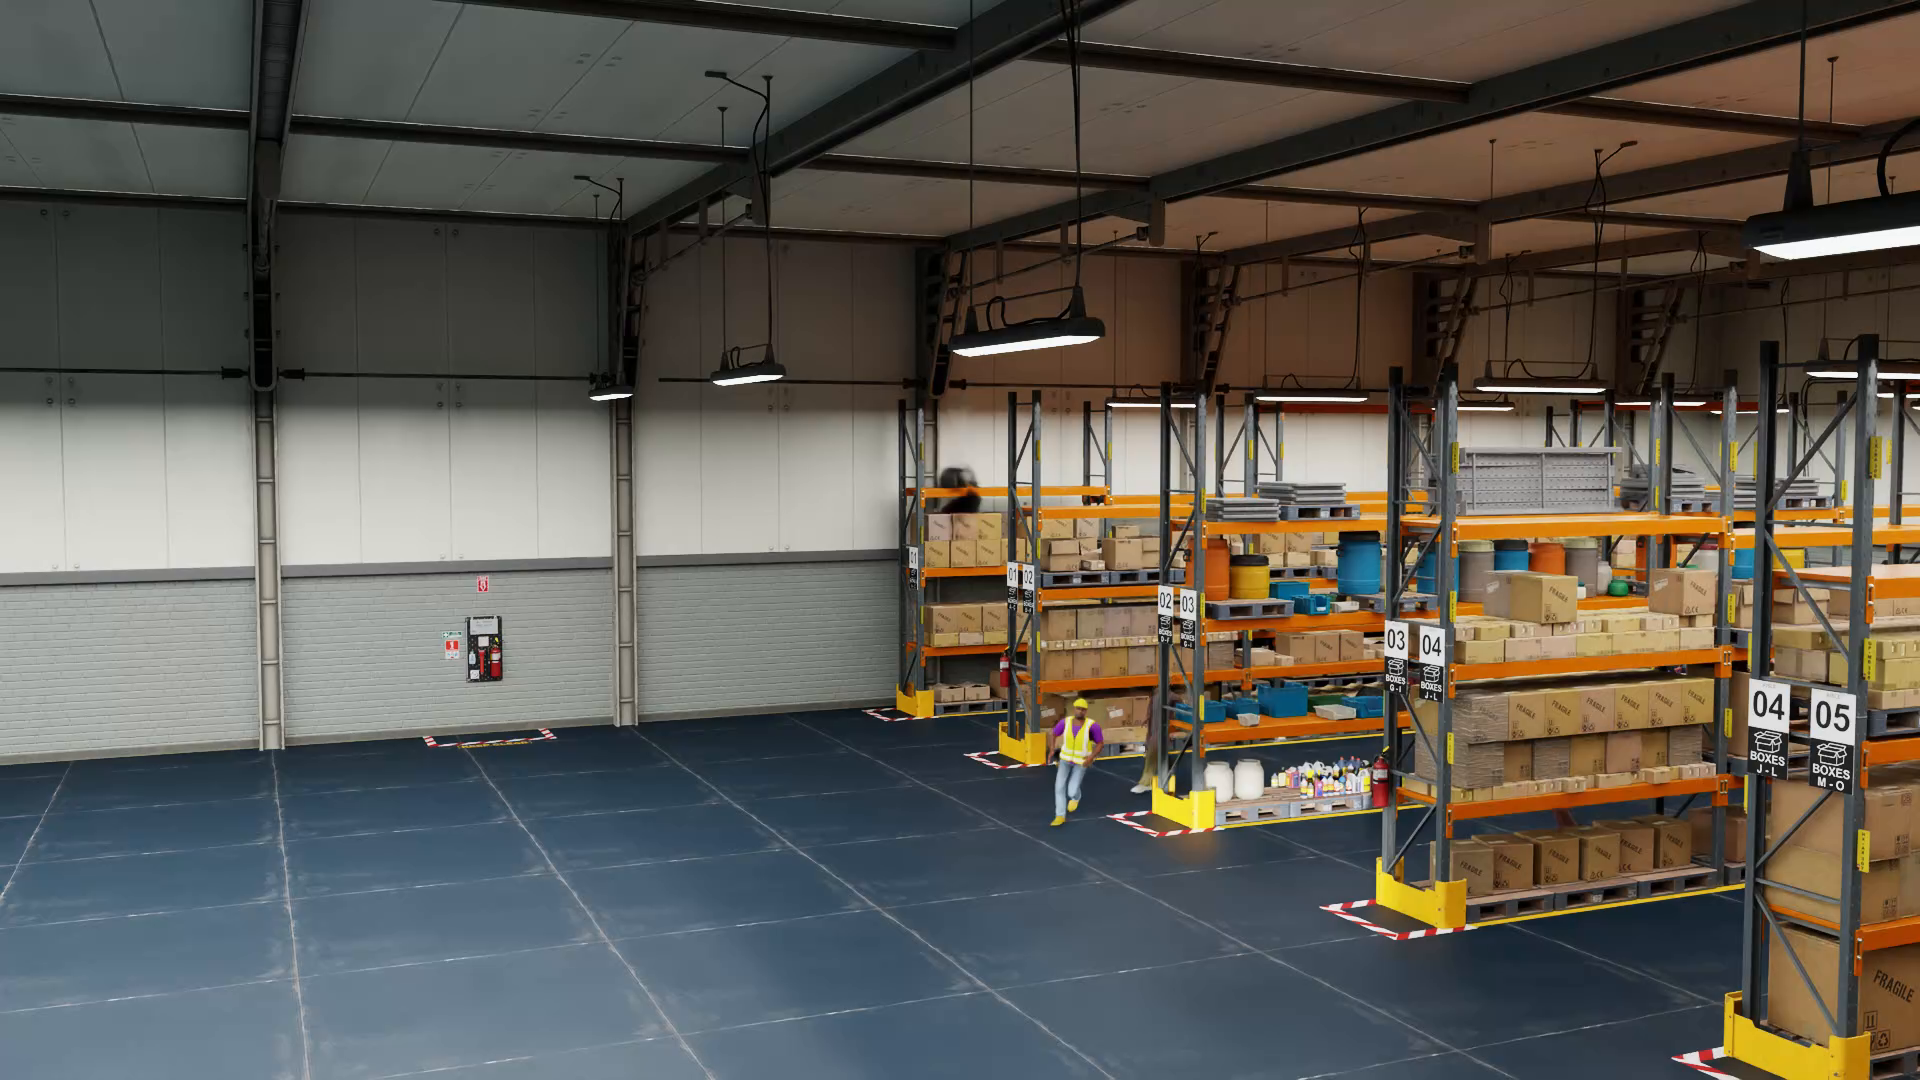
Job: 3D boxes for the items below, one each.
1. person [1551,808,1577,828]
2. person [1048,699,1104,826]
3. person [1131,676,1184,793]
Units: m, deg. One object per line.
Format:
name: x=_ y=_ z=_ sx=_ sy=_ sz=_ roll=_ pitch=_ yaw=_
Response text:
person: x=7.717 y=3.081 z=21.348 sx=0.563 sy=1.630 sz=0.567 roll=-2 pitch=4 yaw=-32
person: x=1.573 y=2.997 z=22.593 sx=0.751 sy=1.715 sz=0.676 roll=1 pitch=4 yaw=18
person: x=2.999 y=2.839 z=24.536 sx=0.946 sy=1.757 sz=0.767 roll=-2 pitch=4 yaw=-31
